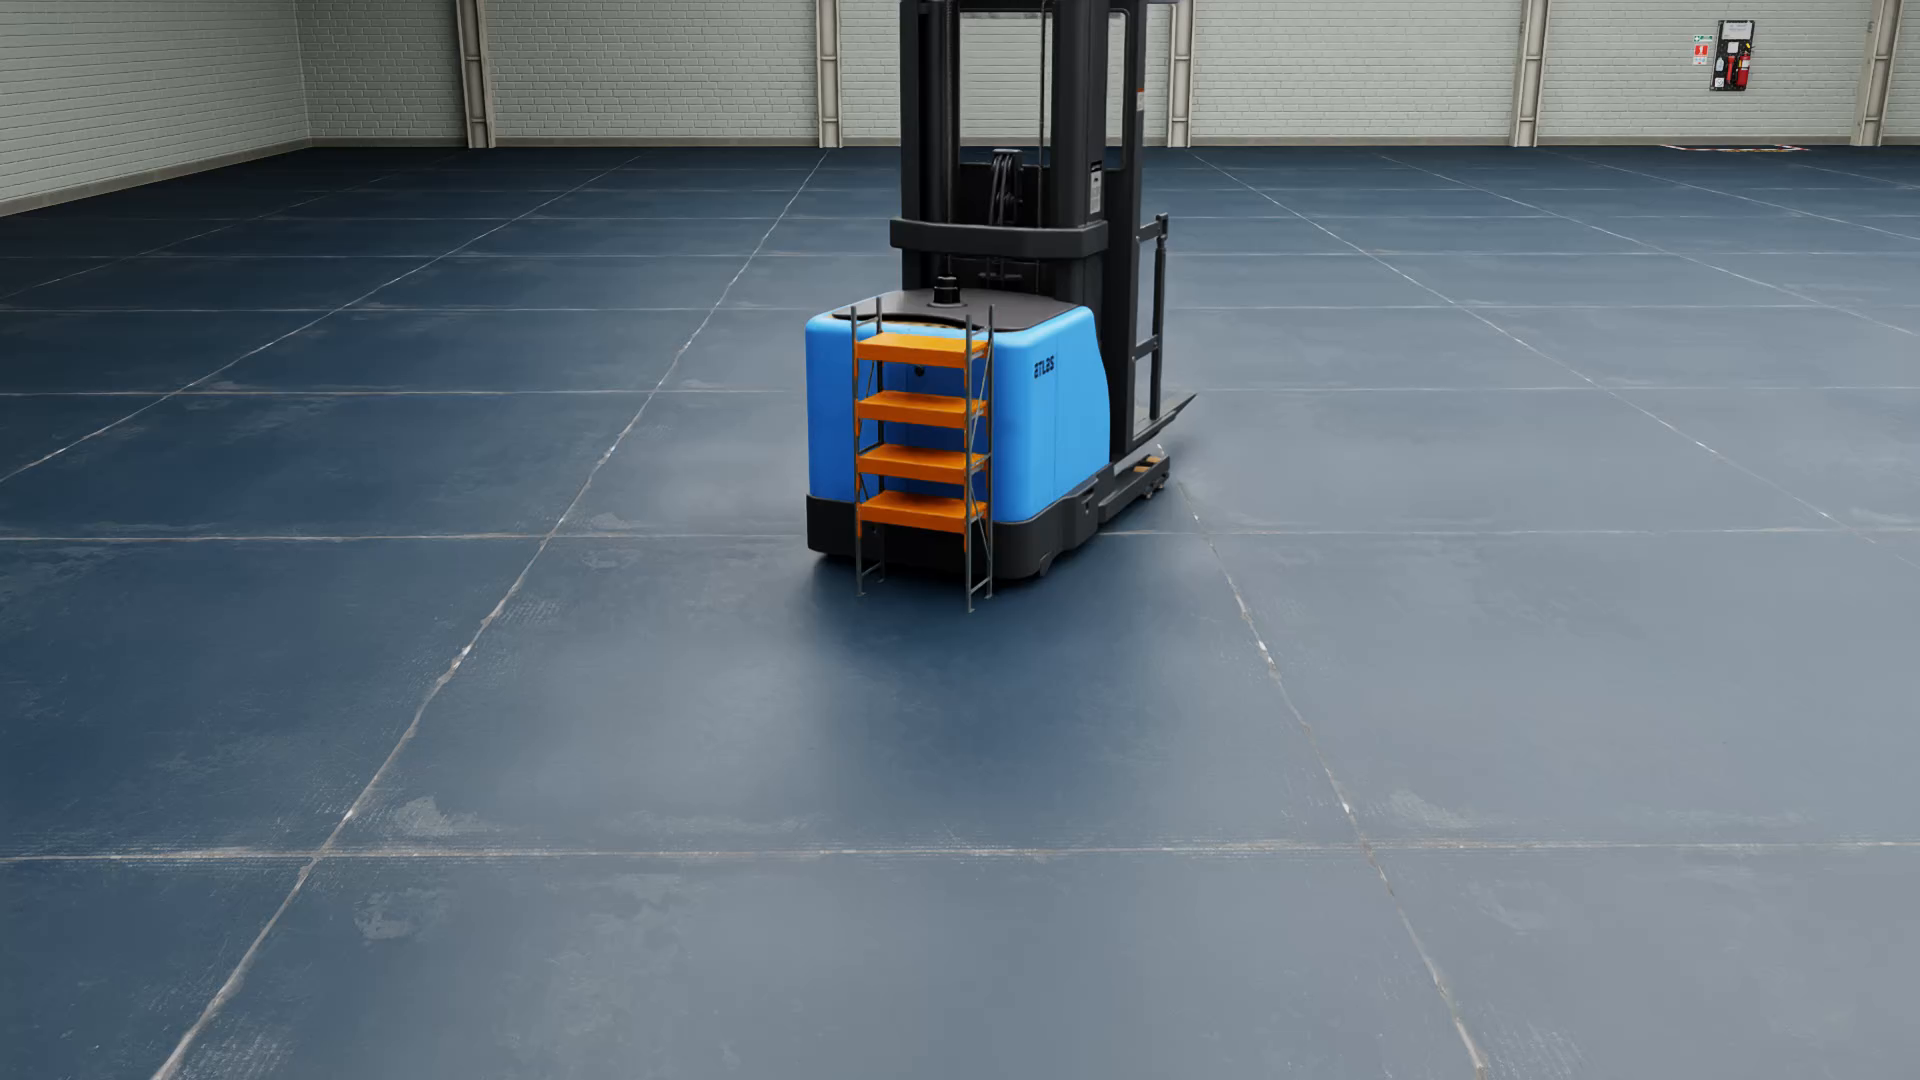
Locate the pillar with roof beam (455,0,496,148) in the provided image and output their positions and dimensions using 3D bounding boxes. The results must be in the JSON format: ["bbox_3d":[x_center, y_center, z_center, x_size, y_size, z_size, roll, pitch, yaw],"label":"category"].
[{"bbox_3d":[-8.156,-9.733,23.157,0.400,9.000,9.100,0,18,-1],"label":"pillar with roof beam"}]

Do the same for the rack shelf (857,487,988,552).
[{"bbox_3d":[-0.146,-0.086,6.721,0.480,0.148,0.258,8,19,23],"label":"rack shelf"}]

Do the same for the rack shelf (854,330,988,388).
[{"bbox_3d":[-0.146,-0.713,6.519,0.480,0.148,0.258,8,19,23],"label":"rack shelf"}]

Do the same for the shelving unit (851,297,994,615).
[{"bbox_3d":[-0.146,-0.339,6.639,0.503,1.200,0.258,8,19,23],"label":"shelving unit"}]

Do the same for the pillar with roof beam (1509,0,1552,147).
[{"bbox_3d":[9.842,-9.820,23.427,0.400,9.000,9.100,0,18,-1],"label":"pillar with roof beam"}]

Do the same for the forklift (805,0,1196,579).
[{"bbox_3d":[0.406,-1.643,7.871,1.130,2.935,3.031,8,19,23],"label":"forklift"}]

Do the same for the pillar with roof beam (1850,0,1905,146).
[{"bbox_3d":[15.841,-9.849,23.517,0.400,9.000,9.100,0,18,-1],"label":"pillar with roof beam"}]

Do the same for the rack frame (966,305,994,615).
[{"bbox_3d":[0.077,-0.309,6.545,0.015,1.200,0.240,8,19,23],"label":"rack frame"}]

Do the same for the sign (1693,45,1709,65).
[{"bbox_3d":[12.747,-8.353,28.616,0.234,0.329,0.001,0,18,-1],"label":"sign"}]

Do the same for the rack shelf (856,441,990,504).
[{"bbox_3d":[-0.146,-0.275,6.660,0.480,0.148,0.258,8,19,23],"label":"rack shelf"}]

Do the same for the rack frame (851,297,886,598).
[{"bbox_3d":[-0.369,-0.369,6.733,0.015,1.200,0.240,8,19,23],"label":"rack frame"}]

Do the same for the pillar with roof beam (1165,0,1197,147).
[{"bbox_3d":[3.842,-9.791,23.337,0.400,9.000,9.100,0,18,-1],"label":"pillar with roof beam"}]

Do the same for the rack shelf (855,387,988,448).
[{"bbox_3d":[-0.146,-0.488,6.592,0.480,0.148,0.258,8,19,23],"label":"rack shelf"}]

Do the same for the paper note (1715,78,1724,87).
[{"bbox_3d":[13.123,-7.907,28.729,0.142,0.148,0.016,0,18,-1],"label":"paper note"}]

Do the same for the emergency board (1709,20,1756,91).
[{"bbox_3d":[13.302,-8.307,28.532,0.643,1.169,0.194,0,18,-1],"label":"emergency board"}]

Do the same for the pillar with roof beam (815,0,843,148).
[{"bbox_3d":[-2.157,-9.762,23.247,0.400,9.000,9.100,0,18,-1],"label":"pillar with roof beam"}]

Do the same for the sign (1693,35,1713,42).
[{"bbox_3d":[12.752,-8.602,28.527,0.331,0.109,0.001,0,18,-1],"label":"sign"}]
